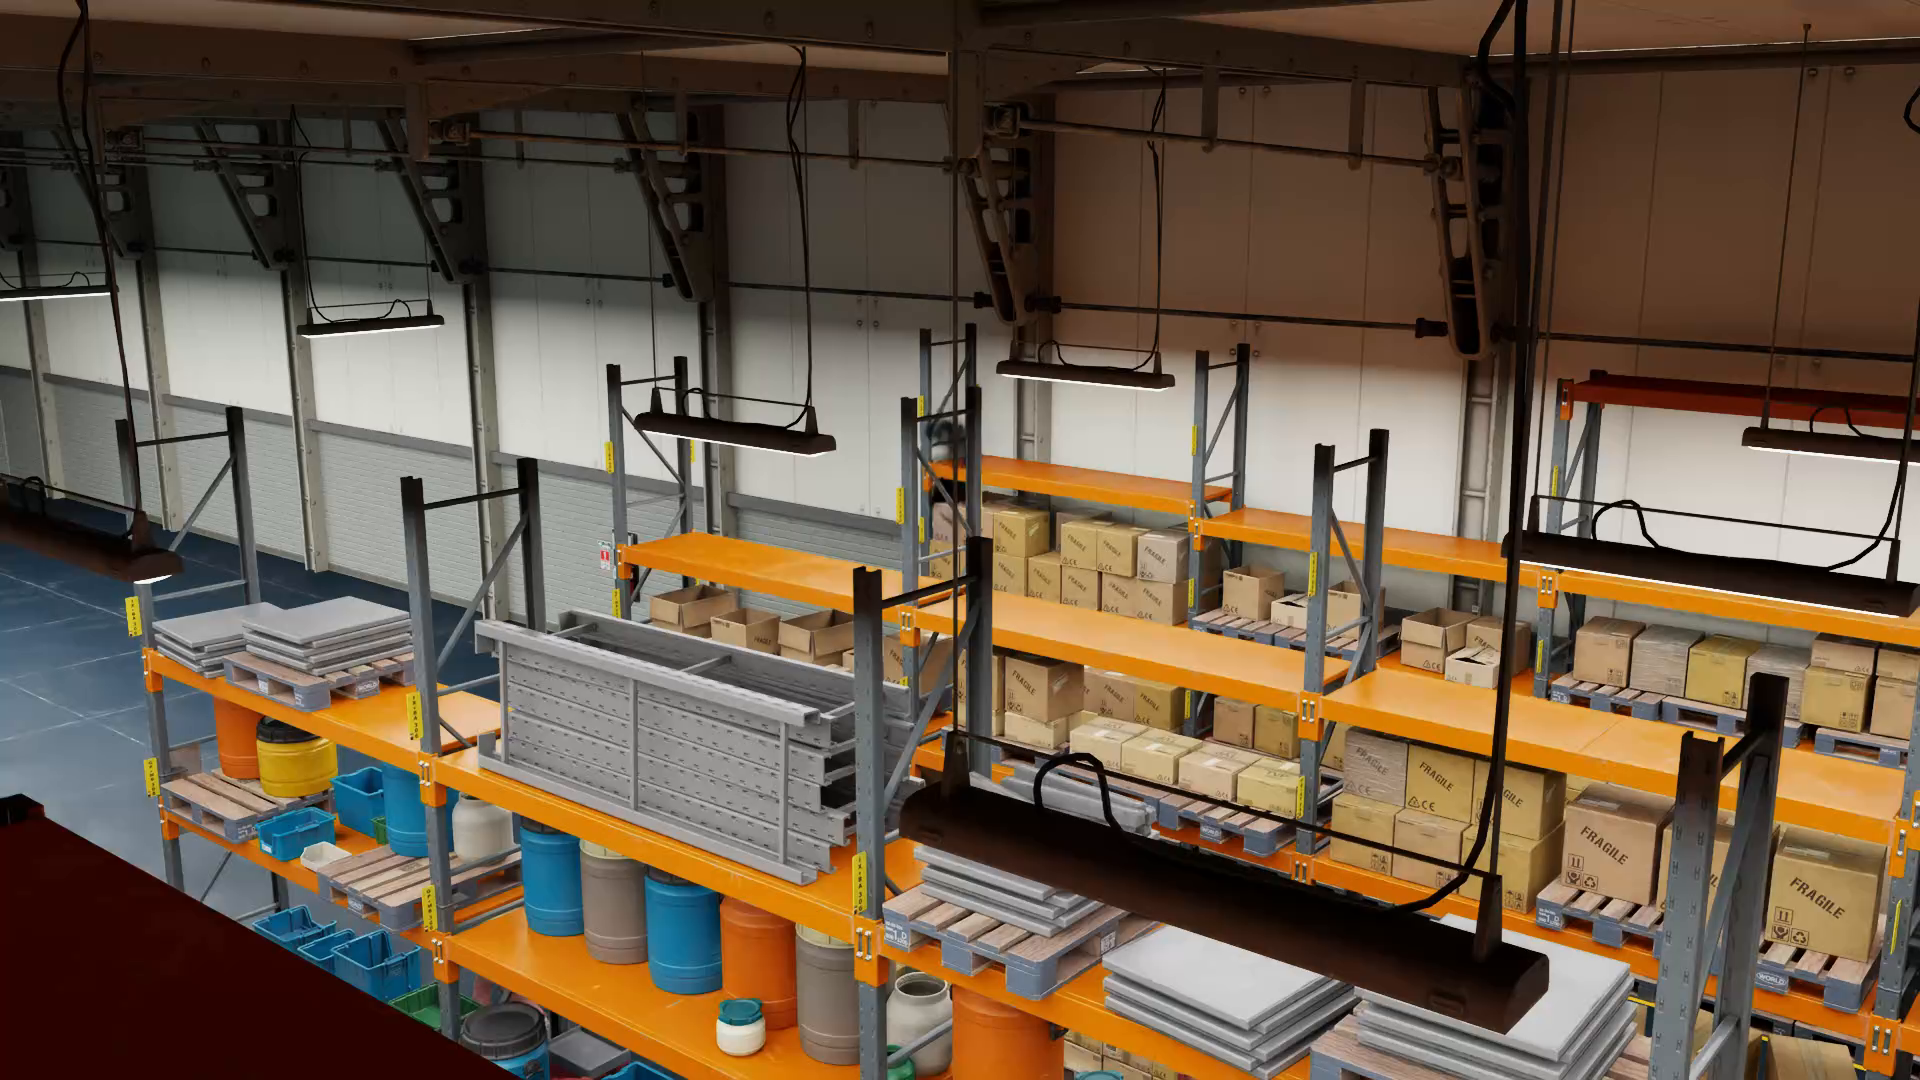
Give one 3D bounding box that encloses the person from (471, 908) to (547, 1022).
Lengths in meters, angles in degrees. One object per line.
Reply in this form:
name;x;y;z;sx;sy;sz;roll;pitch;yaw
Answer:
person;-4.280;3.826;15.359;0.990;1.639;0.580;6;14;23
